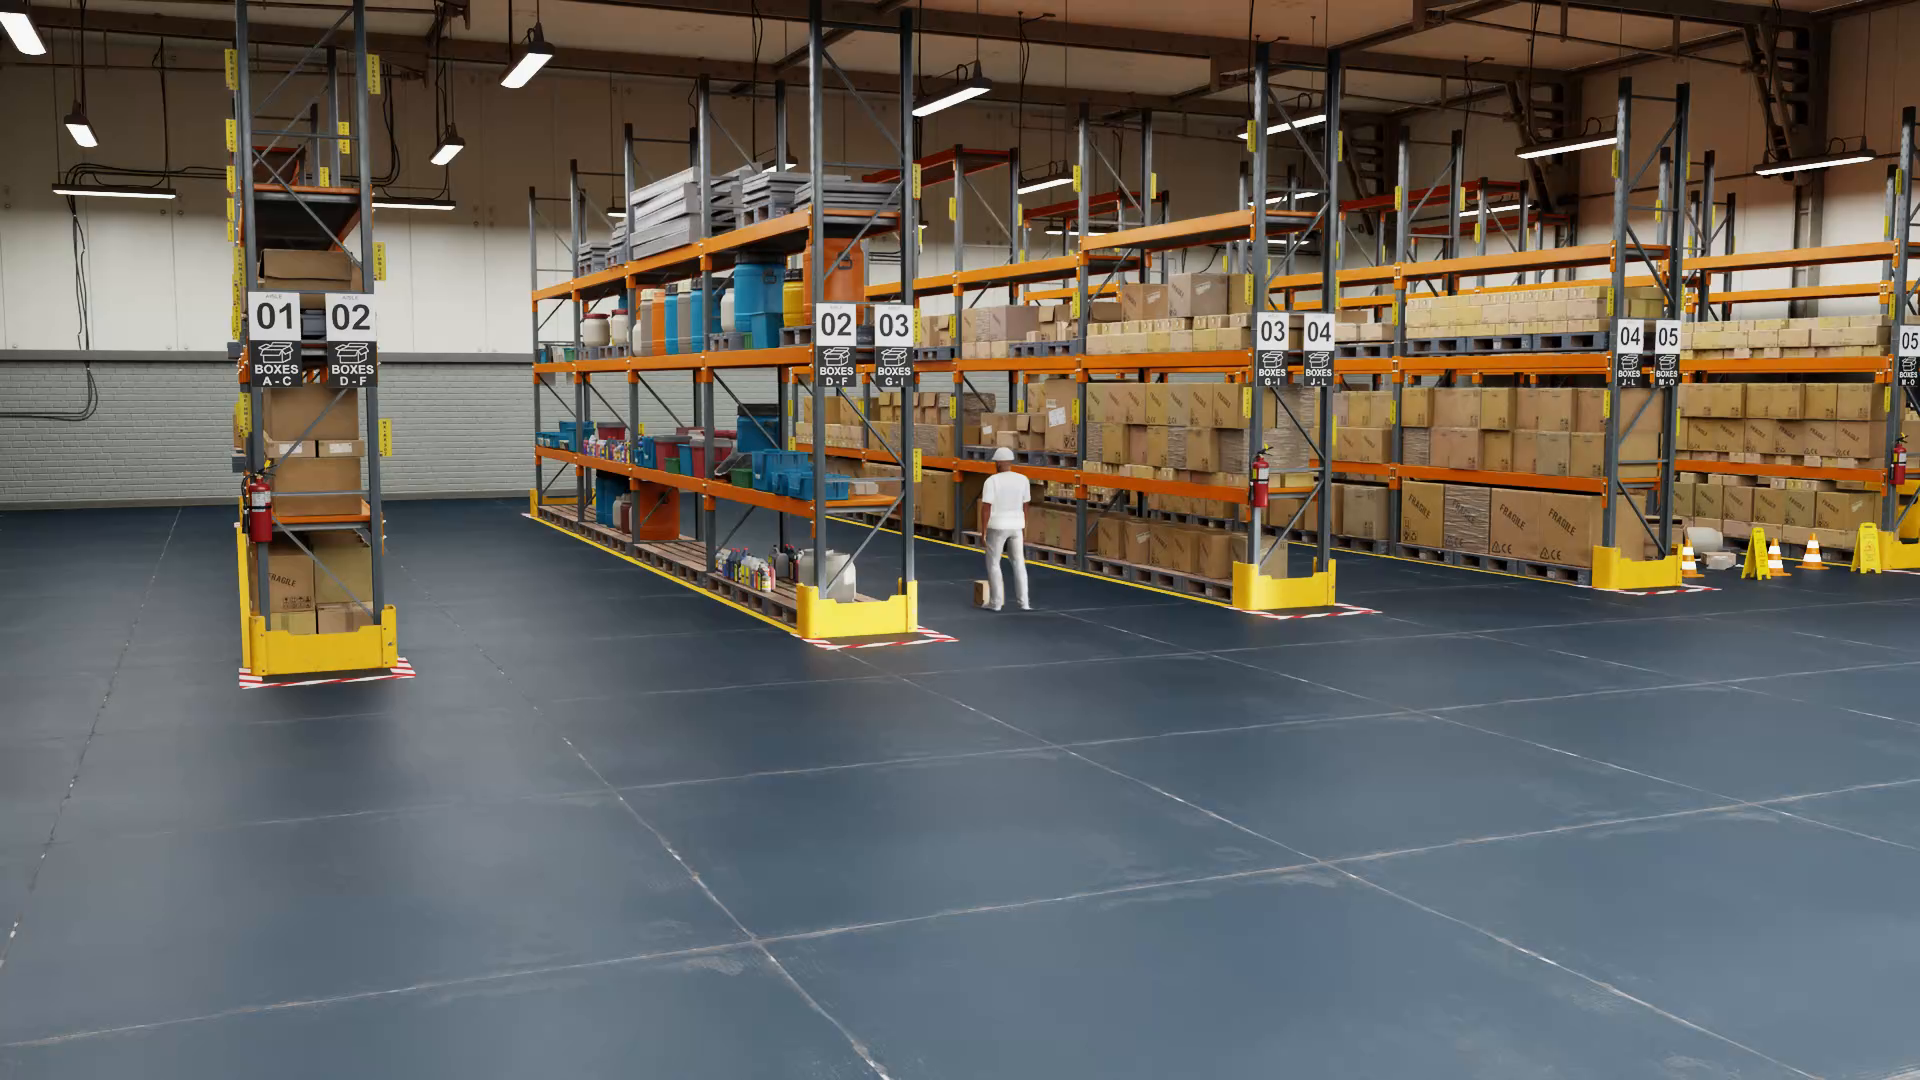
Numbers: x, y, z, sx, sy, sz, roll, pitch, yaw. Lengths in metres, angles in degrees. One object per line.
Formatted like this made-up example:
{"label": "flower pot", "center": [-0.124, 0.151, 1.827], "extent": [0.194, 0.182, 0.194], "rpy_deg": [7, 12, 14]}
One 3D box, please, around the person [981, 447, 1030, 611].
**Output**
{"label": "person", "center": [0.479, -0.108, 17.970], "extent": [0.567, 1.787, 0.424], "rpy_deg": [-2, 6, -23]}
